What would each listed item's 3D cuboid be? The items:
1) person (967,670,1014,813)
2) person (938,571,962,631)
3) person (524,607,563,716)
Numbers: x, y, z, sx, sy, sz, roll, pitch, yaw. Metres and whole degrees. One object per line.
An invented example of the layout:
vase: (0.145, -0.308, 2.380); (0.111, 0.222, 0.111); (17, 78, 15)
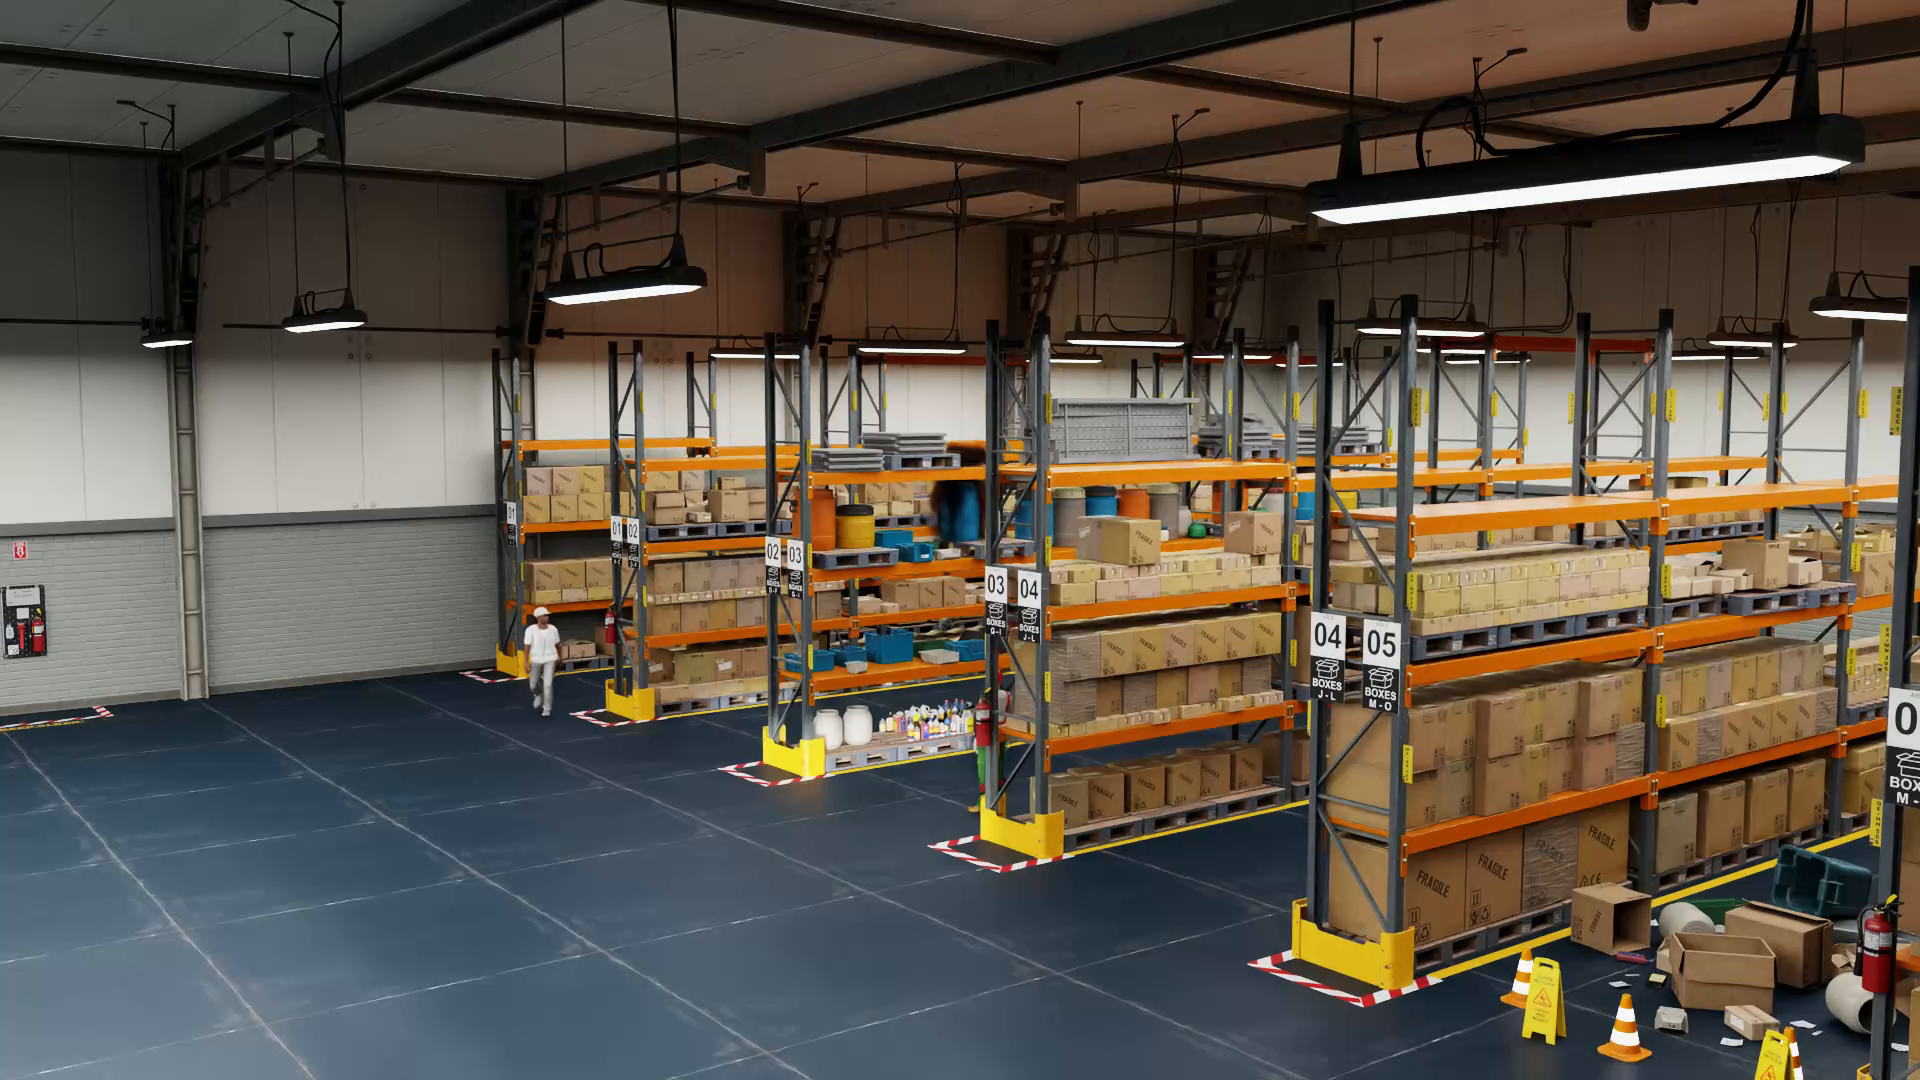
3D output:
person: (0.394, 2.451, 20.560); (0.470, 1.784, 0.615); (4, 6, 38)
person: (-0.343, 1.353, 33.498); (1.058, 1.737, 0.537); (-4, 7, -40)
person: (-6.707, 1.942, 26.808); (0.587, 1.741, 0.759); (-1, 5, -6)
